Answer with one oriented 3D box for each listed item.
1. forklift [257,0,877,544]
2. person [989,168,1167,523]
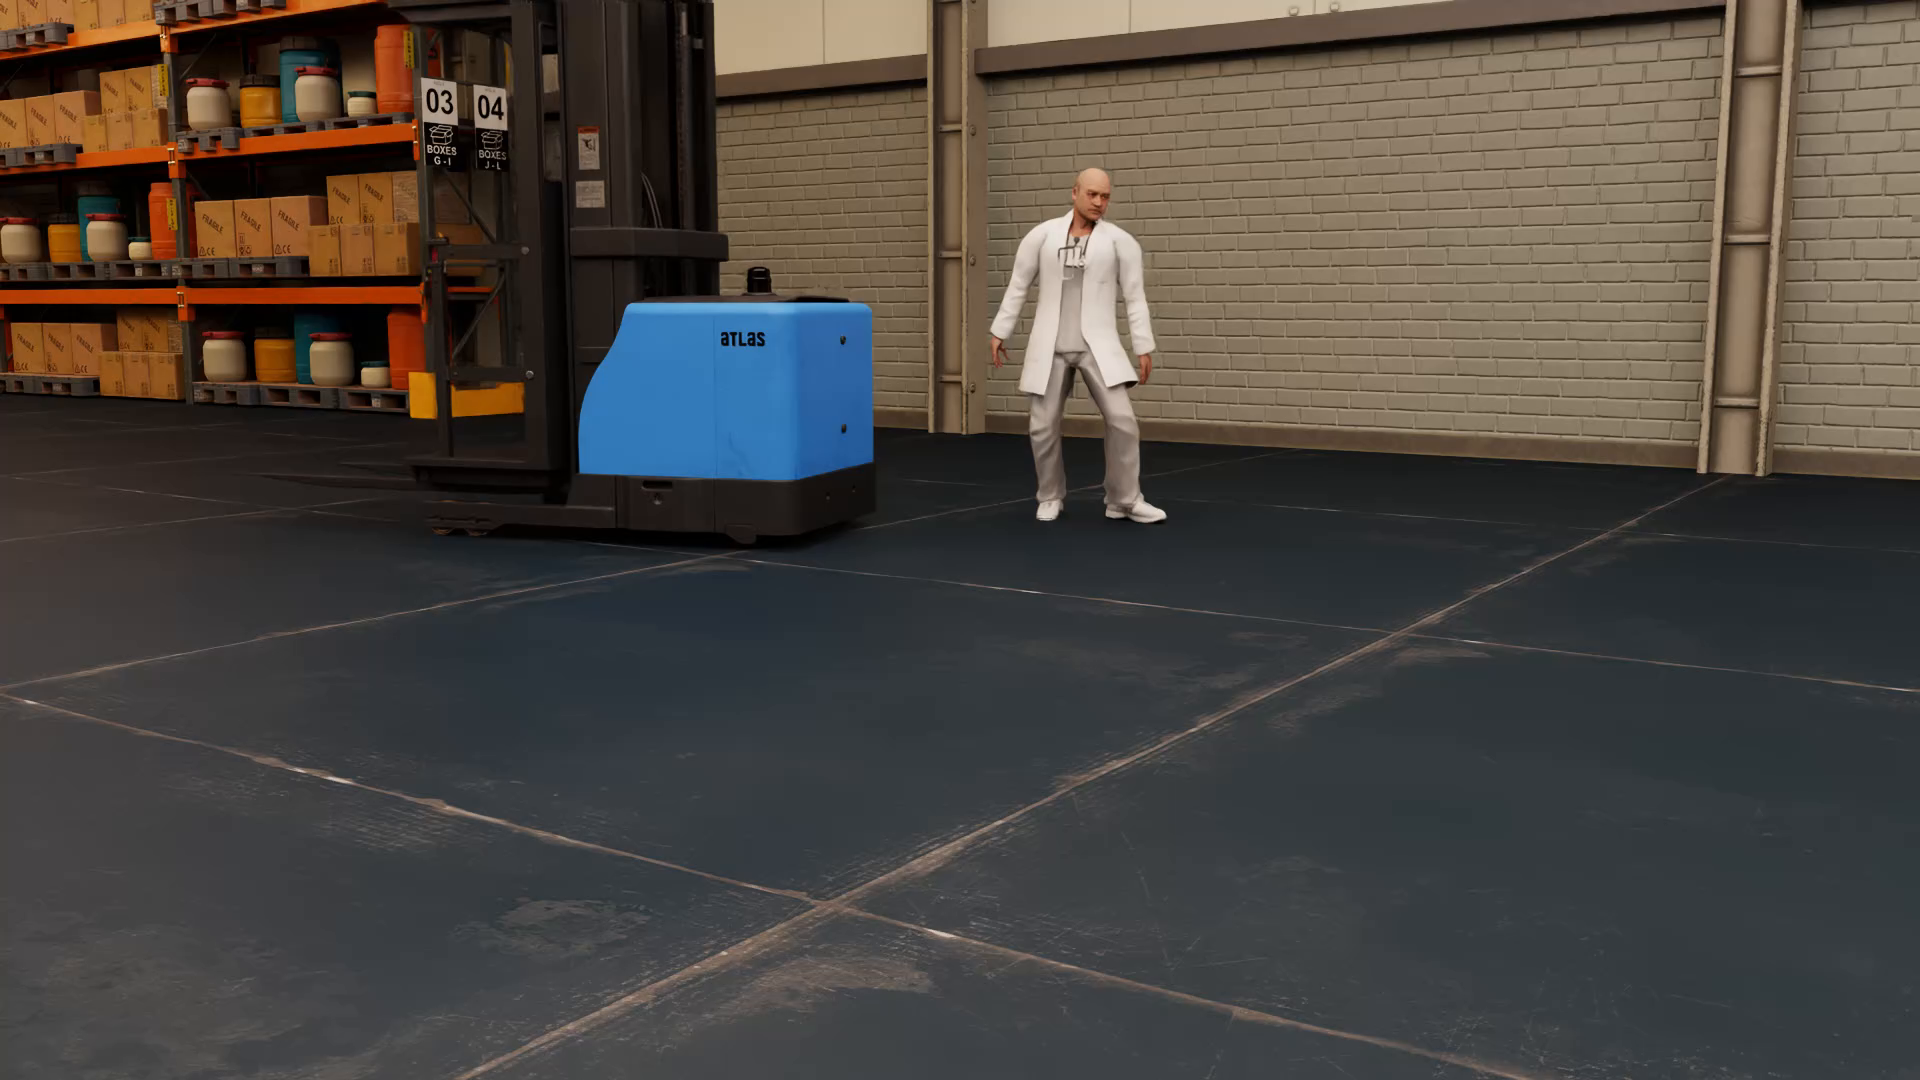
[{"bbox_3d":[-1.980,-1.532,7.964,3.031,2.935,1.130,3,9,19],"label":"forklift"},{"bbox_3d":[0.589,-0.944,8.254,0.930,1.753,0.509,2,8,14],"label":"person"}]
